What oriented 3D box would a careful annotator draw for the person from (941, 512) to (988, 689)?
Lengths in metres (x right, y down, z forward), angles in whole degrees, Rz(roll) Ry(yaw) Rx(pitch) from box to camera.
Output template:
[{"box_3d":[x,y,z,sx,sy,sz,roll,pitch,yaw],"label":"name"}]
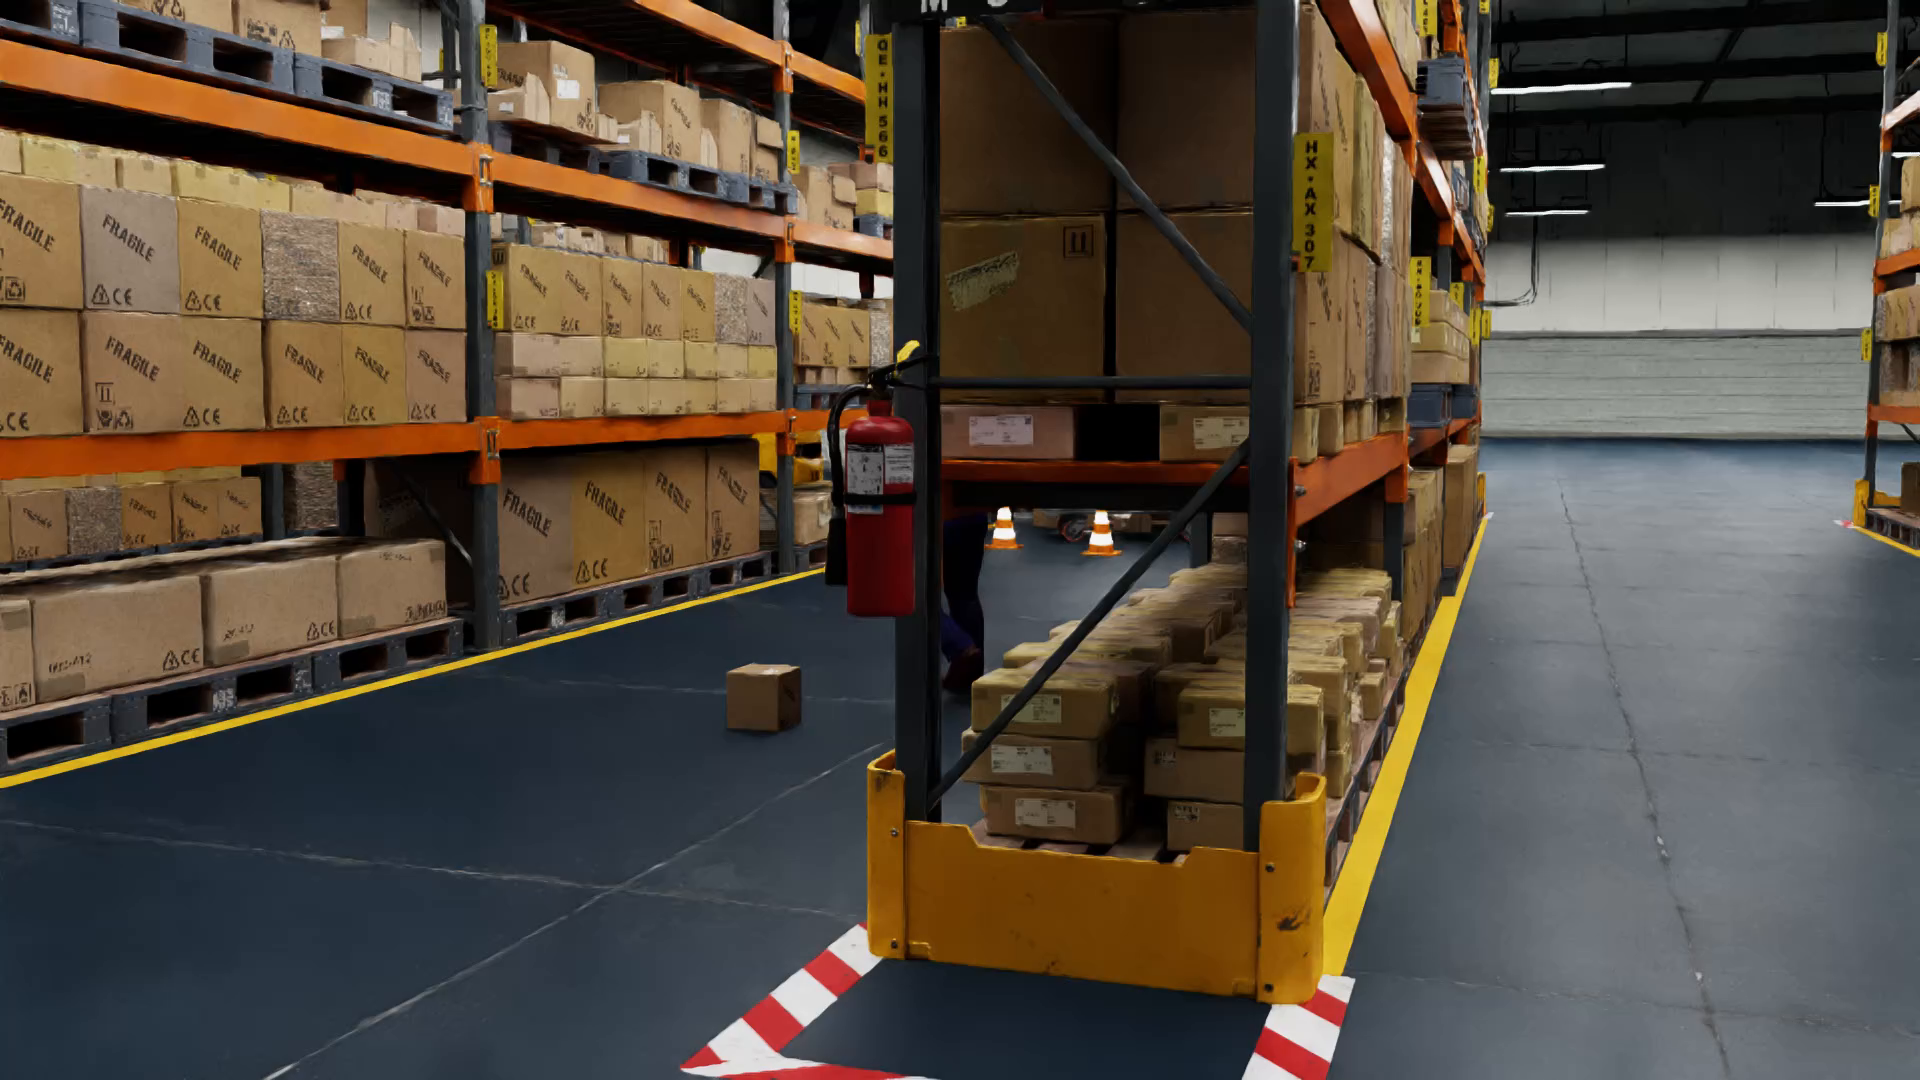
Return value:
[{"box_3d":[-0.065,-0.069,7.912,0.453,1.644,0.574,4,6,33],"label":"person"}]
